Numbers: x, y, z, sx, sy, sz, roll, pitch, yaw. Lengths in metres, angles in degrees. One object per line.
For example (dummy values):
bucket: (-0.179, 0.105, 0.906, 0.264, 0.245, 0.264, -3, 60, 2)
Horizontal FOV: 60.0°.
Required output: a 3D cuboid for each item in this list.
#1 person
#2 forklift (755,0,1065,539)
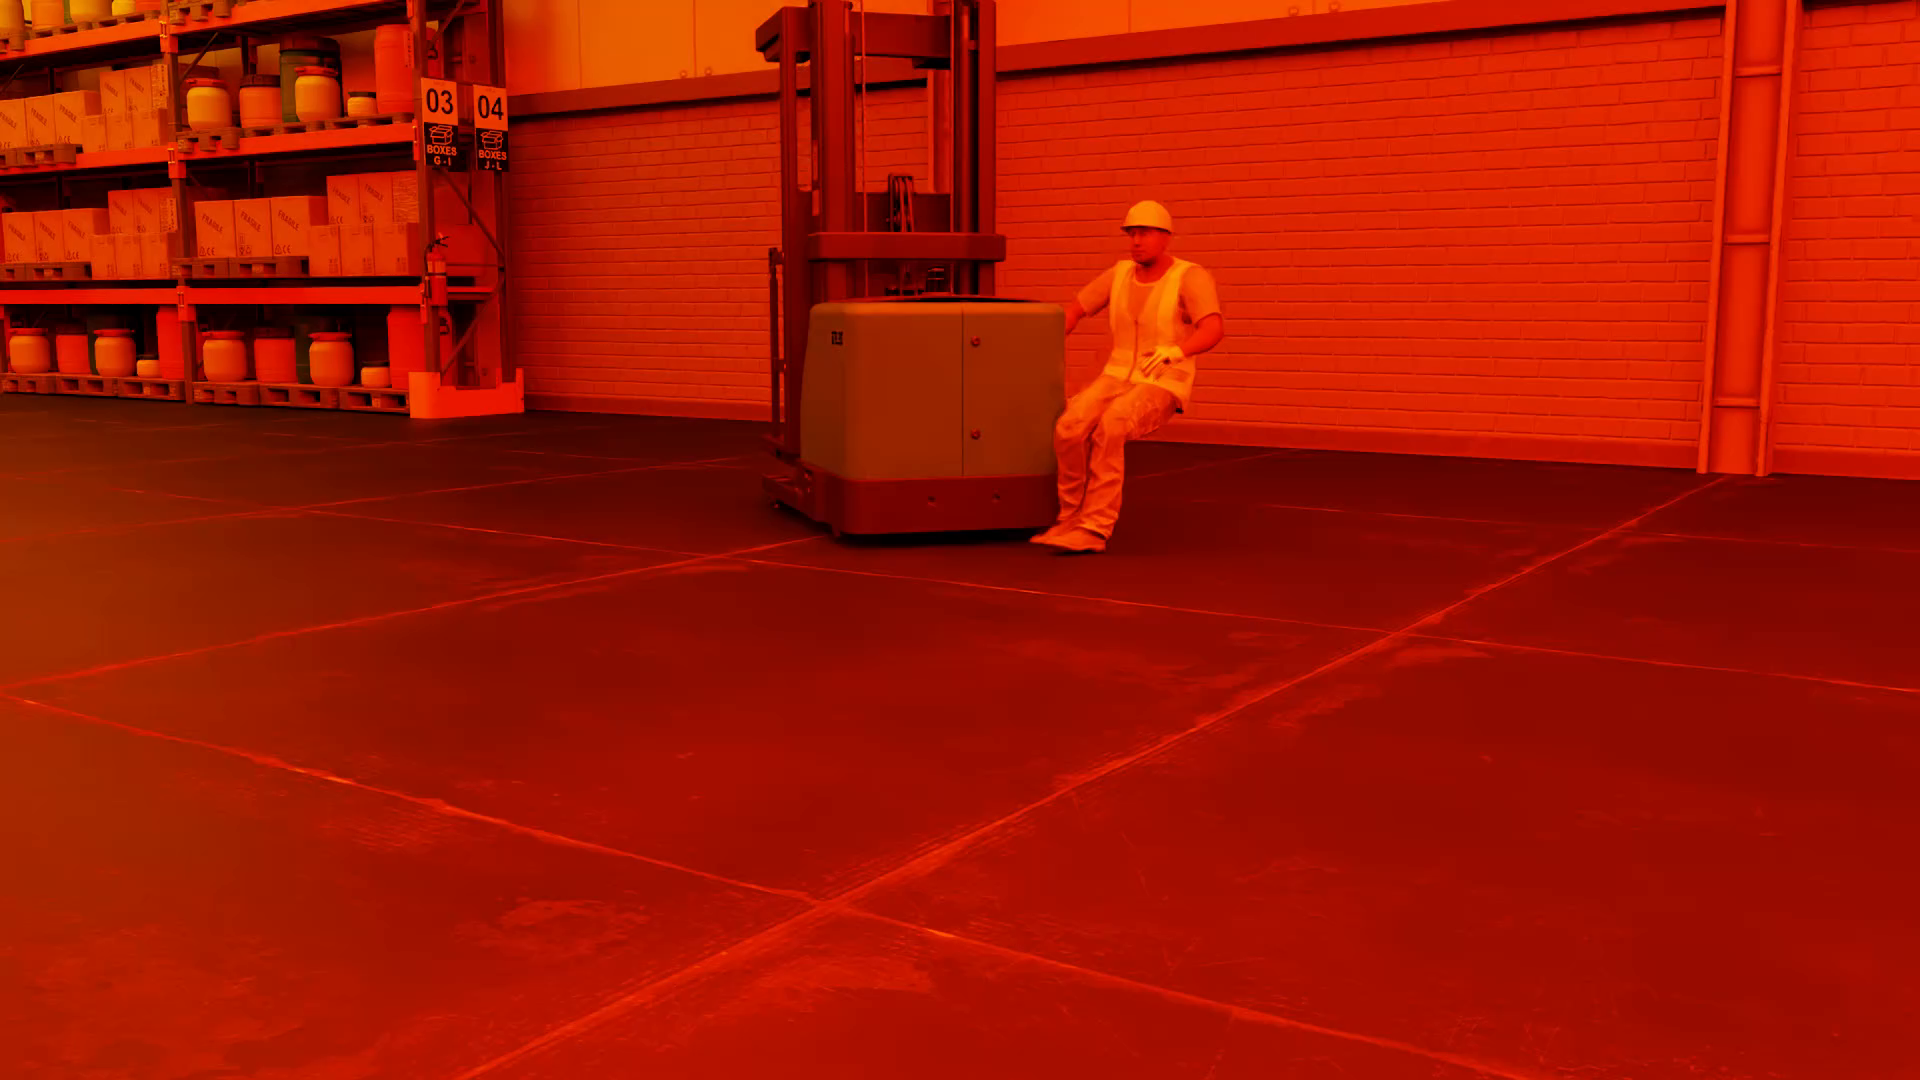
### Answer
person: (0.699, -0.715, 7.335, 0.841, 1.558, 0.880, 5, 10, 34)
forklift: (-0.432, -1.625, 8.624, 1.130, 2.935, 3.031, -2, 8, -17)
